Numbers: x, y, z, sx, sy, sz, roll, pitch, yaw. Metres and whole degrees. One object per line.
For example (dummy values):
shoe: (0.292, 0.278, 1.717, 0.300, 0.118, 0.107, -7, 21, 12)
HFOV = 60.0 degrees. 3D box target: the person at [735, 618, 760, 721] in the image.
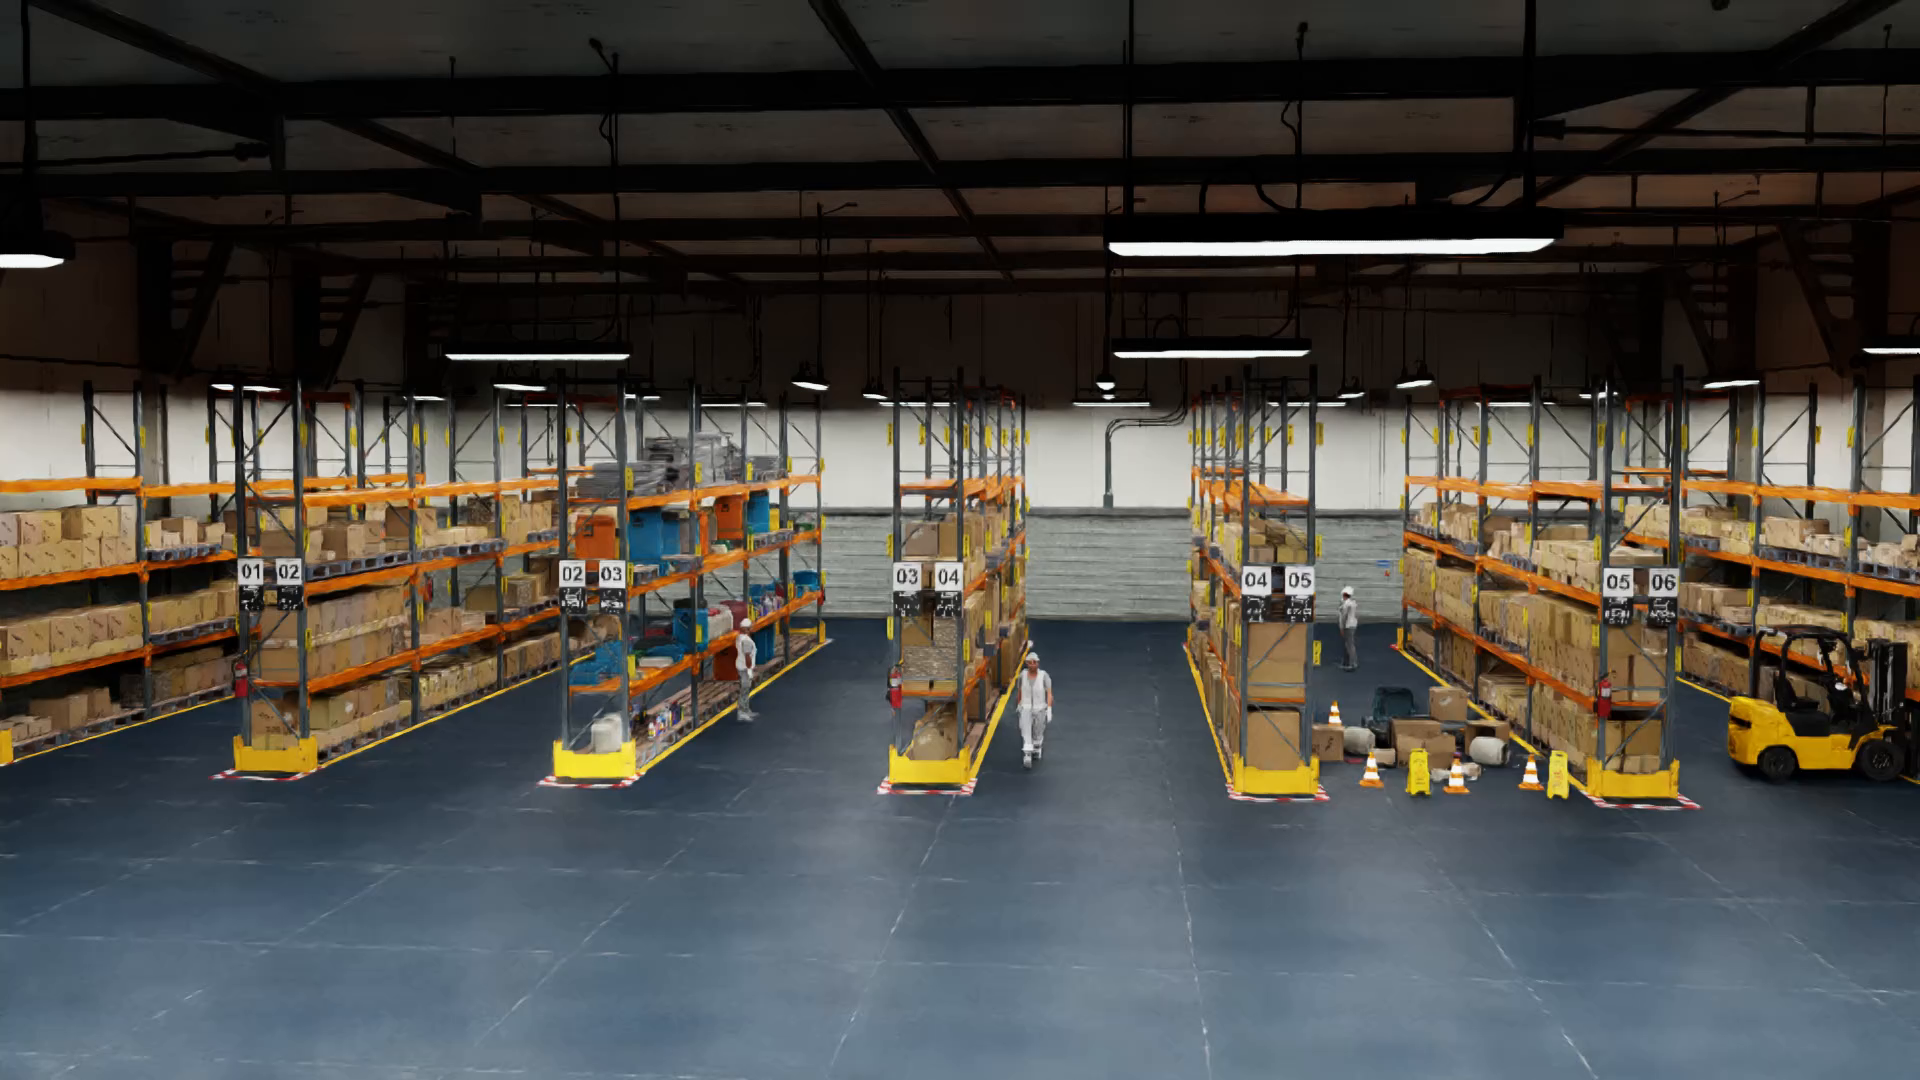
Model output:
person: (-3.733, 2.270, 29.315, 0.480, 1.776, 0.629, -1, 4, -18)

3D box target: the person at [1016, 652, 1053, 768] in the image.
person: (1.126, 2.563, 25.288, 0.567, 1.736, 1.044, 0, 4, 5)

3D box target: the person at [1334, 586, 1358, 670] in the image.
person: (8.318, 1.878, 35.805, 0.586, 1.768, 0.638, 2, 4, 26)
